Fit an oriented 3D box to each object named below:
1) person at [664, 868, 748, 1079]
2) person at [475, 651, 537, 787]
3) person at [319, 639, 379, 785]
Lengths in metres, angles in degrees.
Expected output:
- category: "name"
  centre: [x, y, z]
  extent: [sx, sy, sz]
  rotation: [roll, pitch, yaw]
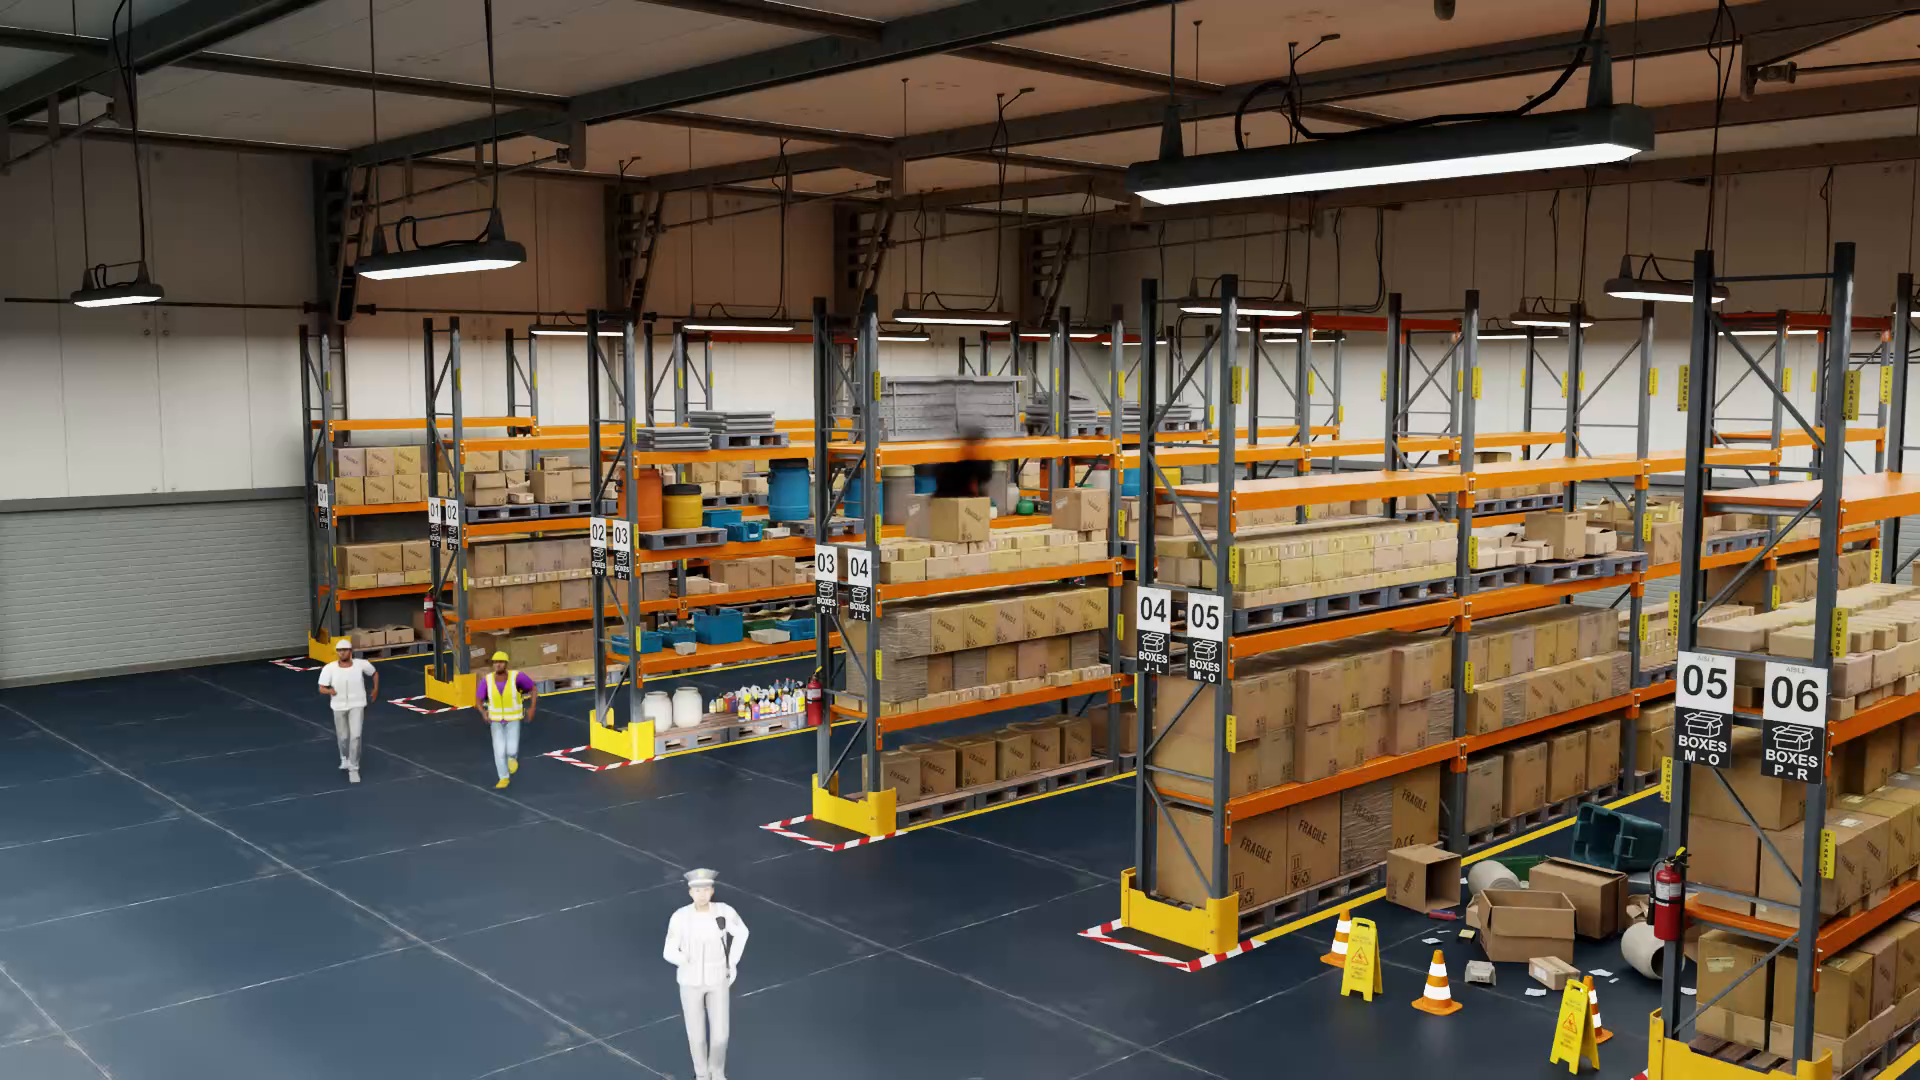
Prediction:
- category: "person"
  centre: [-1.789, 3.154, 11.738]
  extent: [0.596, 1.678, 0.614]
  rotation: [-1, 6, -7]
- category: "person"
  centre: [-5.641, 2.229, 20.652]
  extent: [0.739, 1.719, 0.647]
  rotation: [-1, 6, -7]
- category: "person"
  centre: [-7.791, 2.153, 21.194]
  extent: [0.704, 1.785, 0.896]
  rotation: [-1, 6, -14]
